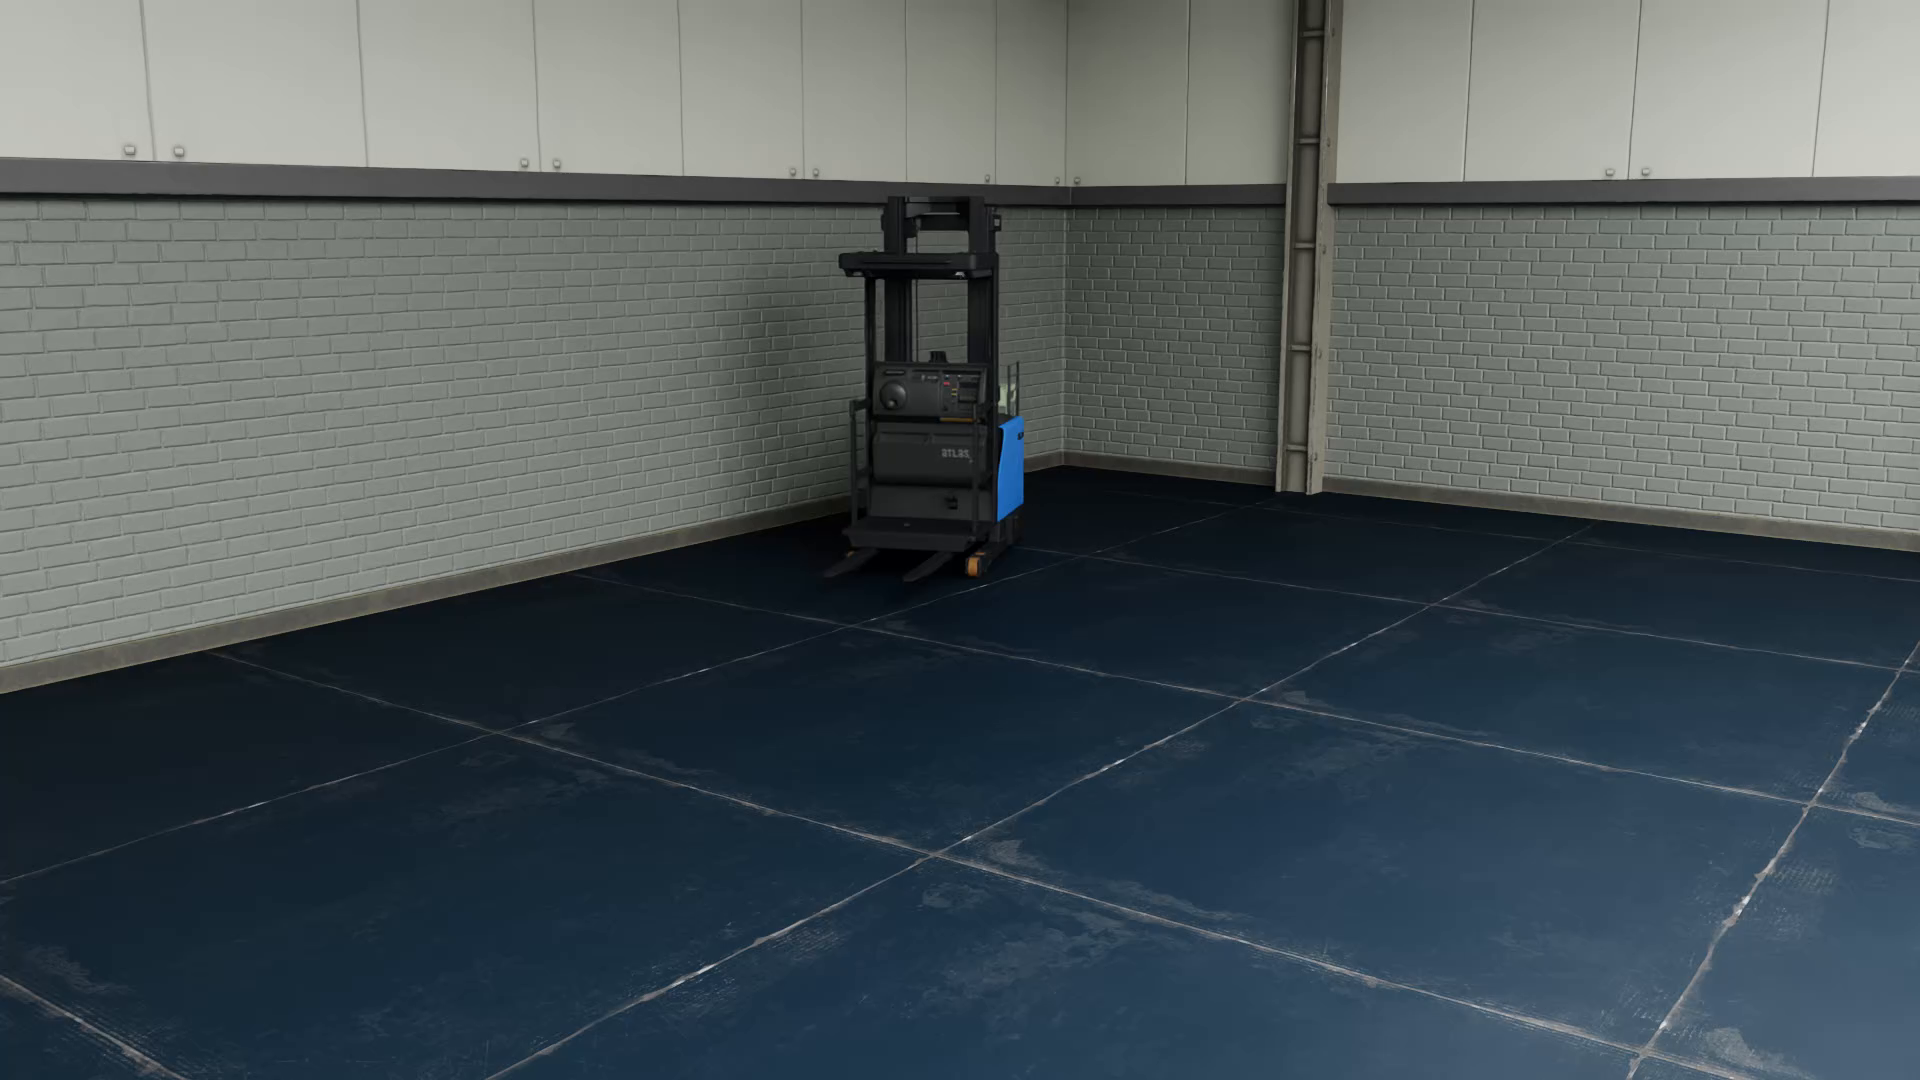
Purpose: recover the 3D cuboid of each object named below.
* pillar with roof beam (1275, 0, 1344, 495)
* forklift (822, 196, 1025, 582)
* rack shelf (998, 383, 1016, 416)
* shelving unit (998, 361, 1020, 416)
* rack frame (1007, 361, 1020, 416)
[{"bbox_3d":[0.947,-4.264,12.881,0.400,9.000,9.100,8,13,36],"label":"pillar with roof beam"},{"bbox_3d":[-0.293,-1.224,13.139,1.130,2.935,3.031,3,11,14],"label":"forklift"},{"bbox_3d":[0.120,-1.229,14.881,0.720,0.370,0.431,3,11,14],"label":"rack shelf"},{"bbox_3d":[0.120,-0.846,14.956,0.755,1.500,0.431,3,11,14],"label":"shelving unit"},{"bbox_3d":[0.474,-0.829,14.866,0.023,1.500,0.400,3,11,14],"label":"rack frame"}]
